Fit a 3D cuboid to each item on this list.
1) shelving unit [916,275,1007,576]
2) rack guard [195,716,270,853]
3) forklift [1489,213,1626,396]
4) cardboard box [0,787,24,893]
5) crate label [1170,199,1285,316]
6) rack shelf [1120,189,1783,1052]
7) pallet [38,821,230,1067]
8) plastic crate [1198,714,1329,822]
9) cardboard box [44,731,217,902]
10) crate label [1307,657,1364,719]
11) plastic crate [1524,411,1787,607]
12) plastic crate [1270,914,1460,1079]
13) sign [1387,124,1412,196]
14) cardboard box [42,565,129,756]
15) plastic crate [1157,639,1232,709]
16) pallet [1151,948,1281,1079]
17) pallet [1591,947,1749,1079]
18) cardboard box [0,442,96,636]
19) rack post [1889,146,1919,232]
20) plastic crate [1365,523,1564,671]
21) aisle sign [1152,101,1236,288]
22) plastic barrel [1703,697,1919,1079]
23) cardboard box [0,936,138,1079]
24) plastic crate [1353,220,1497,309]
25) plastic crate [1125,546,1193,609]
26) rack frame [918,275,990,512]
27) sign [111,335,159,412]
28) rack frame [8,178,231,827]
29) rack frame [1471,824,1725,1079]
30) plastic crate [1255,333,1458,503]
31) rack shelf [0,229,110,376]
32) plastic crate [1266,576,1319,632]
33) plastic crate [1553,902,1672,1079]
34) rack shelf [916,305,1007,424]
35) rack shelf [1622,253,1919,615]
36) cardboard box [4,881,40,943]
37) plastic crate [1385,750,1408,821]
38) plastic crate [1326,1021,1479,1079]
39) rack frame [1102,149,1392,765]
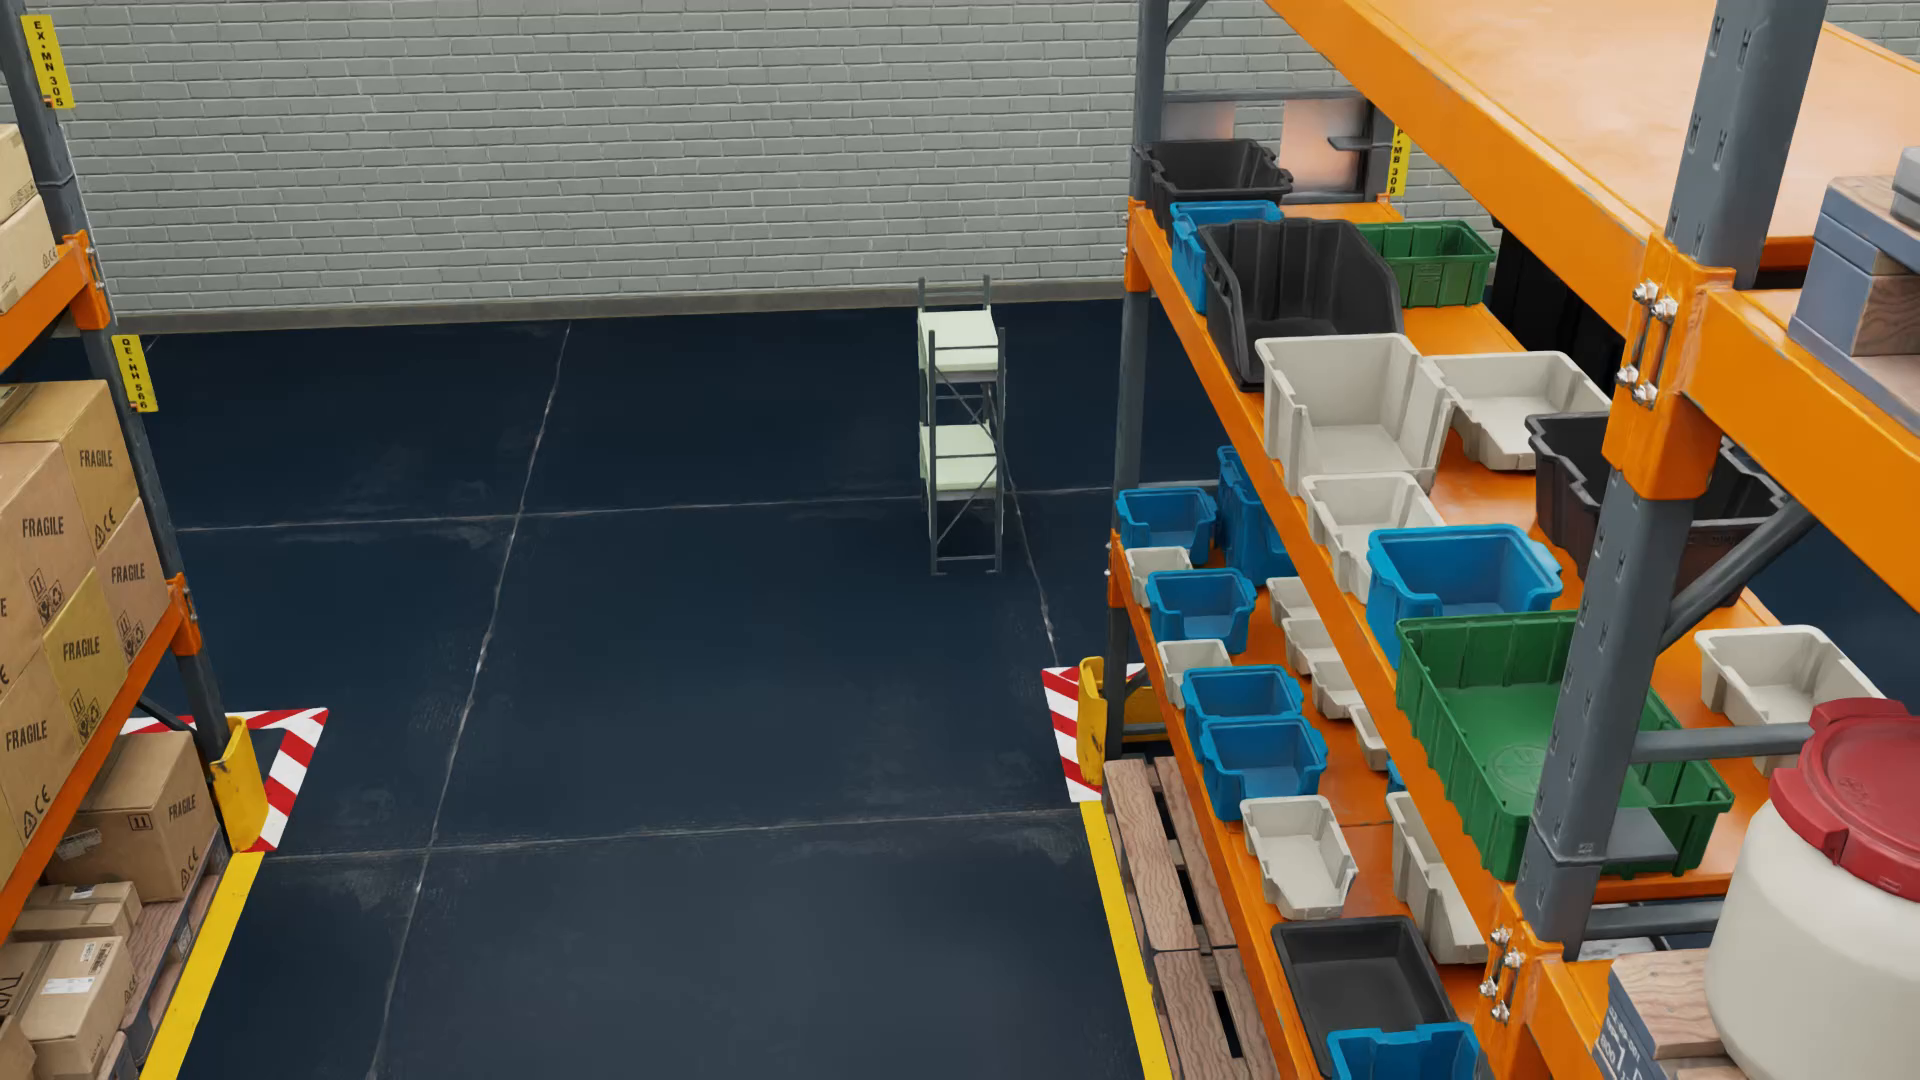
[{"bbox_3d":[0.001,-0.640,9.360,0.431,1.500,0.755,-3,31,-5],"label":"shelving unit"},{"bbox_3d":[-3.756,1.115,7.396,1.175,0.500,0.348,-3,31,-5],"label":"rack guard"},{"bbox_3d":[2.994,-0.205,7.236,3.031,2.935,1.130,19,36,29],"label":"forklift"},{"bbox_3d":[-3.310,0.953,5.133,0.500,0.500,0.500,-3,31,-5],"label":"cardboard box"},{"bbox_3d":[0.934,-0.970,5.669,0.408,0.251,0.502,-3,31,-5],"label":"crate label"},{"bbox_3d":[1.356,-0.190,4.920,1.077,0.370,4.000,-3,31,-5],"label":"rack shelf"},{"bbox_3d":[-3.680,1.646,6.789,1.003,0.211,1.213,-3,31,-5],"label":"pallet"},{"bbox_3d":[1.015,0.781,5.622,0.416,0.233,0.300,-3,31,-5],"label":"plastic crate"},{"bbox_3d":[-3.467,1.153,6.903,0.500,0.500,0.500,-3,31,-5],"label":"cardboard box"},{"bbox_3d":[1.489,0.552,6.099,0.396,0.136,0.243,-3,31,-5],"label":"crate label"},{"bbox_3d":[1.700,-0.069,4.143,0.497,0.269,0.590,-3,31,-5],"label":"plastic crate"},{"bbox_3d":[1.171,1.344,4.786,0.437,0.125,0.590,-3,31,-5],"label":"plastic crate"},{"bbox_3d":[1.715,-1.510,6.530,0.100,0.325,0.005,-3,31,-5],"label":"sign"},{"bbox_3d":[-3.398,0.440,5.990,0.500,0.500,0.500,-2,31,-4],"label":"cardboard box"},{"bbox_3d":[0.875,0.511,6.168,0.250,0.136,0.298,-3,31,-5],"label":"plastic crate"},{"bbox_3d":[1.318,2.009,6.181,1.003,0.211,1.213,-3,31,-5],"label":"pallet"},{"bbox_3d":[1.713,0.999,2.412,1.213,0.211,1.003,-3,31,-5],"label":"pallet"},{"bbox_3d":[-3.400,0.003,5.748,0.500,0.500,0.500,-2,31,-3],"label":"cardboard box"},{"bbox_3d":[1.590,-0.302,1.554,0.937,0.300,0.954,-3,31,-6],"label":"rack post"},{"bbox_3d":[1.140,0.144,3.822,0.416,0.233,0.300,-3,31,-5],"label":"plastic crate"},{"bbox_3d":[0.867,-1.371,6.585,0.394,0.787,0.004,-3,31,-5],"label":"aisle sign"},{"bbox_3d":[1.342,0.564,2.414,0.433,0.535,0.433,0,31,0],"label":"plastic barrel"},{"bbox_3d":[-3.408,1.747,6.153,0.500,0.250,0.500,-3,31,-5],"label":"cardboard box"},{"bbox_3d":[1.546,-0.939,5.679,0.450,0.188,0.336,-3,31,-5],"label":"plastic crate"},{"bbox_3d":[0.812,0.165,6.748,0.250,0.136,0.298,-3,31,-5],"label":"plastic crate"},{"bbox_3d":[-0.034,-0.827,9.673,0.400,1.500,0.023,-3,31,-5],"label":"rack frame"},{"bbox_3d":[-3.208,-0.646,6.470,0.100,0.325,0.005,-3,31,-5],"label":"sign"},{"bbox_3d":[-3.763,0.003,6.820,1.000,3.000,0.127,-3,31,-5],"label":"rack frame"},{"bbox_3d":[1.543,1.810,3.795,1.000,3.000,0.127,-3,31,-5],"label":"rack frame"},{"bbox_3d":[1.069,-0.323,4.556,0.437,0.282,0.530,-3,31,-5],"label":"plastic crate"},{"bbox_3d":[-3.576,0.045,4.526,1.077,0.370,4.000,-3,31,-5],"label":"rack shelf"},{"bbox_3d":[1.426,0.263,6.584,0.396,0.136,0.243,-3,31,-5],"label":"plastic crate"},{"bbox_3d":[1.709,1.289,4.547,0.402,0.464,0.583,-3,31,-5],"label":"plastic crate"},{"bbox_3d":[0.001,-0.976,9.160,0.431,0.370,0.720,-3,31,-5],"label":"rack shelf"},{"bbox_3d":[1.730,0.736,0.834,1.077,0.370,4.000,-3,31,-5],"label":"rack shelf"},{"bbox_3d":[-3.948,1.541,6.498,0.500,0.250,0.500,-3,31,-5],"label":"cardboard box"},{"bbox_3d":[1.616,0.850,5.507,0.416,0.233,0.300,-3,31,-5],"label":"plastic crate"},{"bbox_3d":[1.160,1.569,4.156,0.392,0.384,0.575,-3,31,-5],"label":"plastic crate"},{"bbox_3d":[1.169,-0.232,7.214,1.000,3.000,0.127,-3,31,-5],"label":"rack frame"}]
